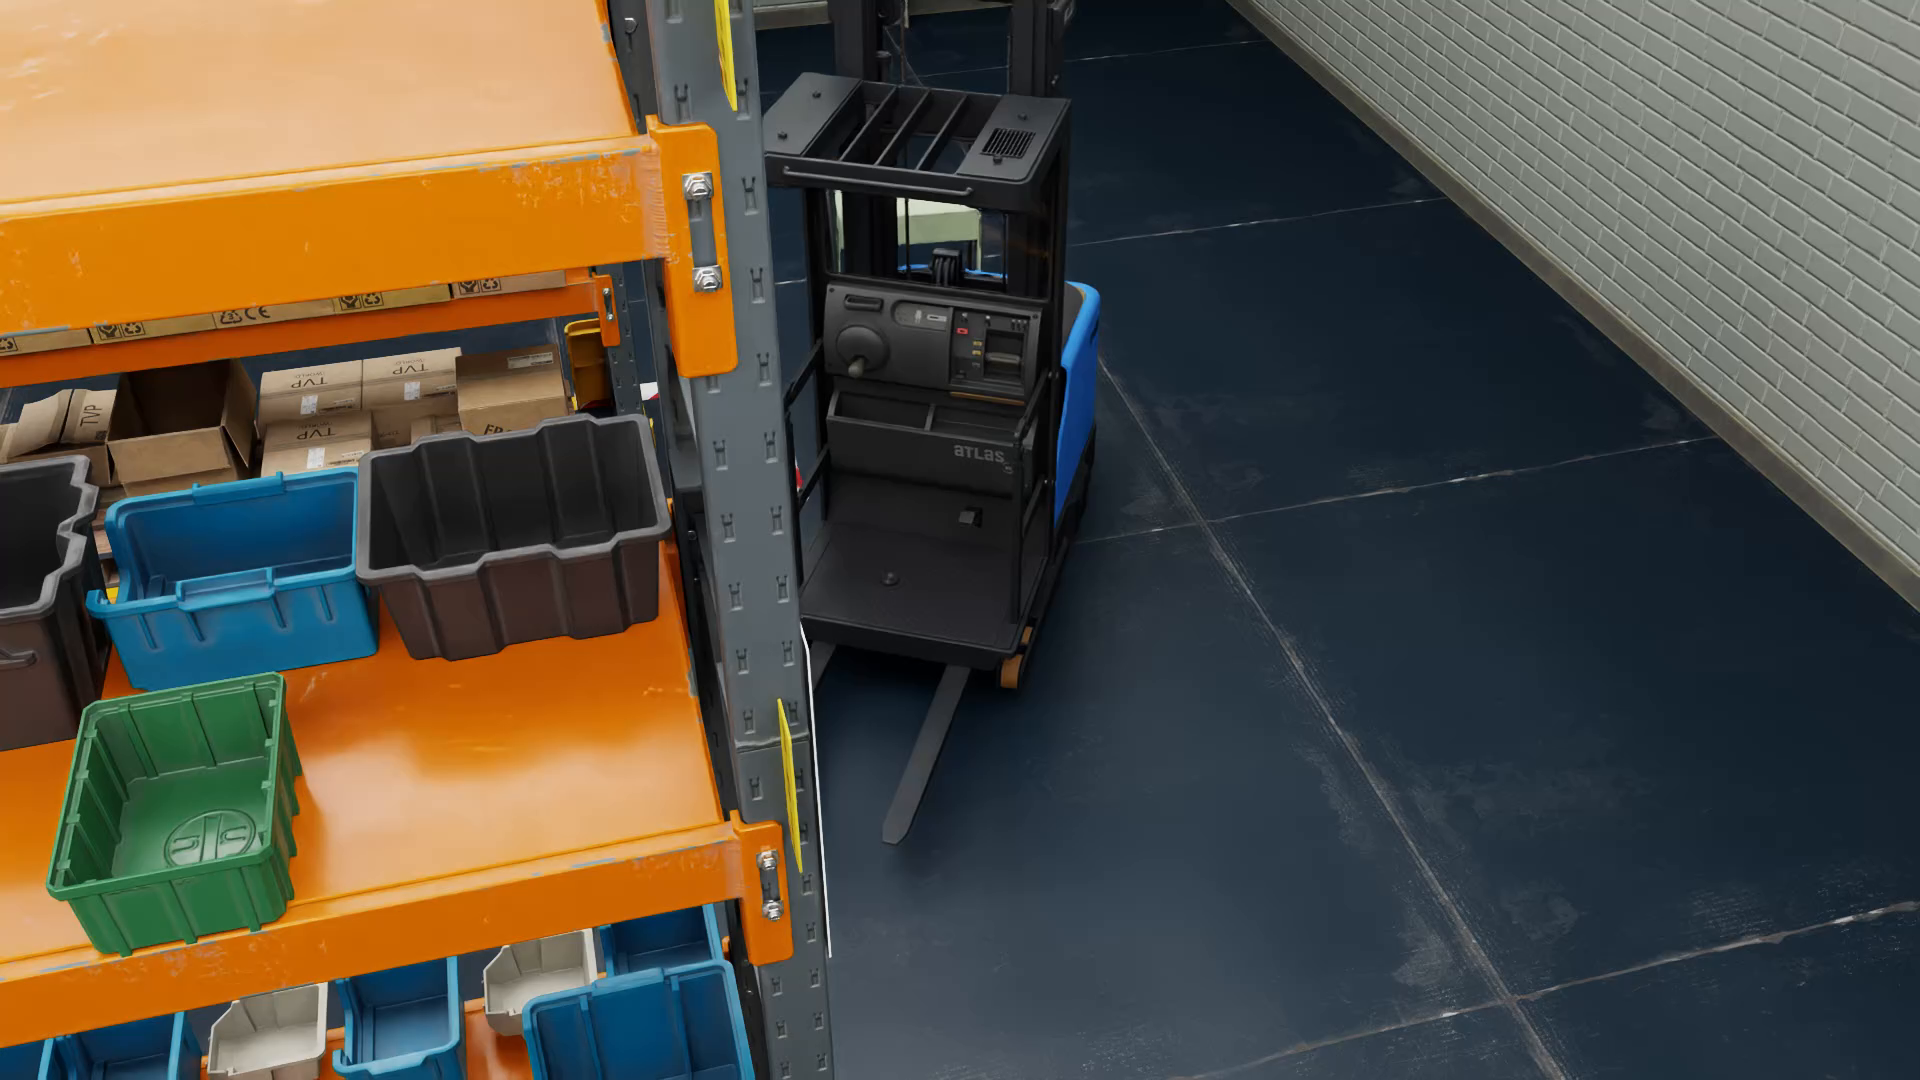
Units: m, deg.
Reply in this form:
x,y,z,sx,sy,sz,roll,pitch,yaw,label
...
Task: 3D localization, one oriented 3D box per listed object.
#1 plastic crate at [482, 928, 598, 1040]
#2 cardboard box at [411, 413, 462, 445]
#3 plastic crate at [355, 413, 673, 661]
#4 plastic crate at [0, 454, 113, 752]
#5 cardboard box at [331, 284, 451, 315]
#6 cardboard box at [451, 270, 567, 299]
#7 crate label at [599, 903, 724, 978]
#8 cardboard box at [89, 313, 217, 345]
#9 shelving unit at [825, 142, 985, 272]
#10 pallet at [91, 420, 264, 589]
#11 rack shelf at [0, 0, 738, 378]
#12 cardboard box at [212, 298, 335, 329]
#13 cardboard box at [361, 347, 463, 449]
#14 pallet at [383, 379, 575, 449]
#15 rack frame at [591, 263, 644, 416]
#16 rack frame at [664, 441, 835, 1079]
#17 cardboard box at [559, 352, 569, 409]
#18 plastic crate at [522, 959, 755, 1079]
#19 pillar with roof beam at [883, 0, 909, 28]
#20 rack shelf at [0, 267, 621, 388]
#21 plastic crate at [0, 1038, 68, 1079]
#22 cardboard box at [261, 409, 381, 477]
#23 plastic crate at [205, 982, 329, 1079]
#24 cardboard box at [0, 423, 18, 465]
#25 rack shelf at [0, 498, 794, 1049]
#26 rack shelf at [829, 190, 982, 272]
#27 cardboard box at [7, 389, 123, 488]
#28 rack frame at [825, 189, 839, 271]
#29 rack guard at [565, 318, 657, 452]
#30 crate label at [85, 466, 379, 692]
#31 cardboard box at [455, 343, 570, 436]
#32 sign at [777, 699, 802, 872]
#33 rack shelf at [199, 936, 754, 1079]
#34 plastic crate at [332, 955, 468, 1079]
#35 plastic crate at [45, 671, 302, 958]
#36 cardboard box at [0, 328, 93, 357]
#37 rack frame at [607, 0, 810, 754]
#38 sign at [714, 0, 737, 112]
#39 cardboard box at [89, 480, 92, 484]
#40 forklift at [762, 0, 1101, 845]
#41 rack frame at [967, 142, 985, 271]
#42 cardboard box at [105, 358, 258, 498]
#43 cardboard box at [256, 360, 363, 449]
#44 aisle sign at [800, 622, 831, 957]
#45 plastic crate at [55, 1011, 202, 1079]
x,y,z,sx,sy,sz,roll,pitch,yaw,label
-1.103,1.180,4.386,0.298,0.136,0.250,-9,38,-12,plastic crate
-2.611,-0.463,8.335,0.250,0.166,0.380,-9,38,-12,cardboard box
-0.892,0.009,3.388,0.590,0.269,0.497,-9,38,-12,plastic crate
-1.994,0.165,3.128,0.767,0.338,0.504,-9,38,-12,plastic crate
-2.597,-1.380,7.483,0.500,0.500,0.500,-9,38,-12,cardboard box
-2.097,-1.465,7.593,0.500,0.500,0.500,-8,38,-11,cardboard box
-0.772,1.139,4.360,0.303,0.233,0.416,-9,38,-12,crate label
-3.567,-1.225,7.279,0.500,0.500,0.500,-10,39,-13,cardboard box
-0.282,-1.285,8.673,0.755,1.500,0.431,-6,38,-7,shelving unit
-3.754,-0.218,8.341,1.213,0.211,1.003,-9,38,-12,pallet
-2.379,-0.371,2.229,4.000,0.370,1.077,-9,38,-12,rack shelf
-3.080,-1.304,7.384,0.500,0.500,0.500,-9,38,-12,cardboard box
-2.817,-0.739,8.628,0.500,0.250,0.500,-9,38,-12,cardboard box
-2.578,-0.409,8.590,1.213,0.211,1.003,-9,38,-12,pallet
-1.736,-1.655,7.925,0.127,3.000,1.000,-9,38,-12,rack frame
-0.448,1.251,4.126,0.127,3.000,1.000,-9,38,-12,rack frame
-2.229,-0.833,8.834,0.250,0.149,0.380,-9,38,-12,cardboard box
-0.722,1.375,3.884,0.499,0.435,0.616,-9,38,-12,plastic crate
0.473,-5.353,7.821,0.400,9.000,9.100,-9,38,-12,pillar with roof beam
-3.666,-1.053,7.729,4.000,0.370,1.077,-9,38,-12,rack shelf
-2.333,1.395,4.025,0.300,0.233,0.416,-9,38,-12,plastic crate
-3.121,-0.375,8.151,0.500,0.250,0.500,-9,38,-12,cardboard box
-1.758,1.287,4.245,0.298,0.136,0.250,-9,38,-12,plastic crate
-4.775,-0.415,8.288,0.250,0.149,0.380,-9,38,-12,cardboard box
-2.379,0.662,3.019,4.000,0.370,1.077,-9,38,-12,rack shelf
-0.282,-1.594,8.435,0.720,0.370,0.431,-6,38,-7,rack shelf
-4.397,-0.504,8.270,0.500,0.311,0.500,-9,38,-12,cardboard box
-0.643,-1.249,8.626,0.023,1.500,0.400,-6,38,-7,rack frame
-1.809,-0.651,8.668,0.348,0.500,1.175,-9,38,-12,rack guard
-1.423,0.075,3.316,0.502,0.251,0.408,-9,38,-12,crate label
-2.196,-0.607,8.249,0.500,0.500,0.500,-9,38,-12,cardboard box
-0.289,0.421,2.828,0.005,0.325,0.100,-9,38,-12,sign
-2.379,1.853,3.930,4.000,0.370,1.077,-9,38,-12,rack shelf
-1.408,1.244,4.223,0.300,0.233,0.416,-9,38,-12,plastic crate
-1.326,0.467,2.855,0.336,0.188,0.450,-9,38,-12,plastic crate
-4.057,-1.143,7.173,0.500,0.500,0.500,-10,38,-12,cardboard box
-0.448,-1.132,2.303,0.127,3.000,1.000,-9,38,-12,rack frame
-0.289,-0.684,1.983,0.005,0.325,0.100,-9,38,-12,sign
-4.303,-0.154,7.931,0.250,0.166,0.380,-9,38,-12,cardboard box
-0.174,-0.765,6.818,1.130,2.935,3.031,9,38,12,forklift
0.079,-1.321,8.720,0.023,1.500,0.400,-6,38,-7,rack frame
-3.785,-0.506,8.114,0.637,0.503,0.797,-9,38,-12,cardboard box
-3.300,-0.660,8.524,0.500,0.250,0.500,-9,38,-12,cardboard box
-0.302,0.379,3.126,0.004,0.787,0.394,-9,38,-12,aisle sign
-2.043,1.348,4.087,0.300,0.233,0.416,-9,38,-12,plastic crate
